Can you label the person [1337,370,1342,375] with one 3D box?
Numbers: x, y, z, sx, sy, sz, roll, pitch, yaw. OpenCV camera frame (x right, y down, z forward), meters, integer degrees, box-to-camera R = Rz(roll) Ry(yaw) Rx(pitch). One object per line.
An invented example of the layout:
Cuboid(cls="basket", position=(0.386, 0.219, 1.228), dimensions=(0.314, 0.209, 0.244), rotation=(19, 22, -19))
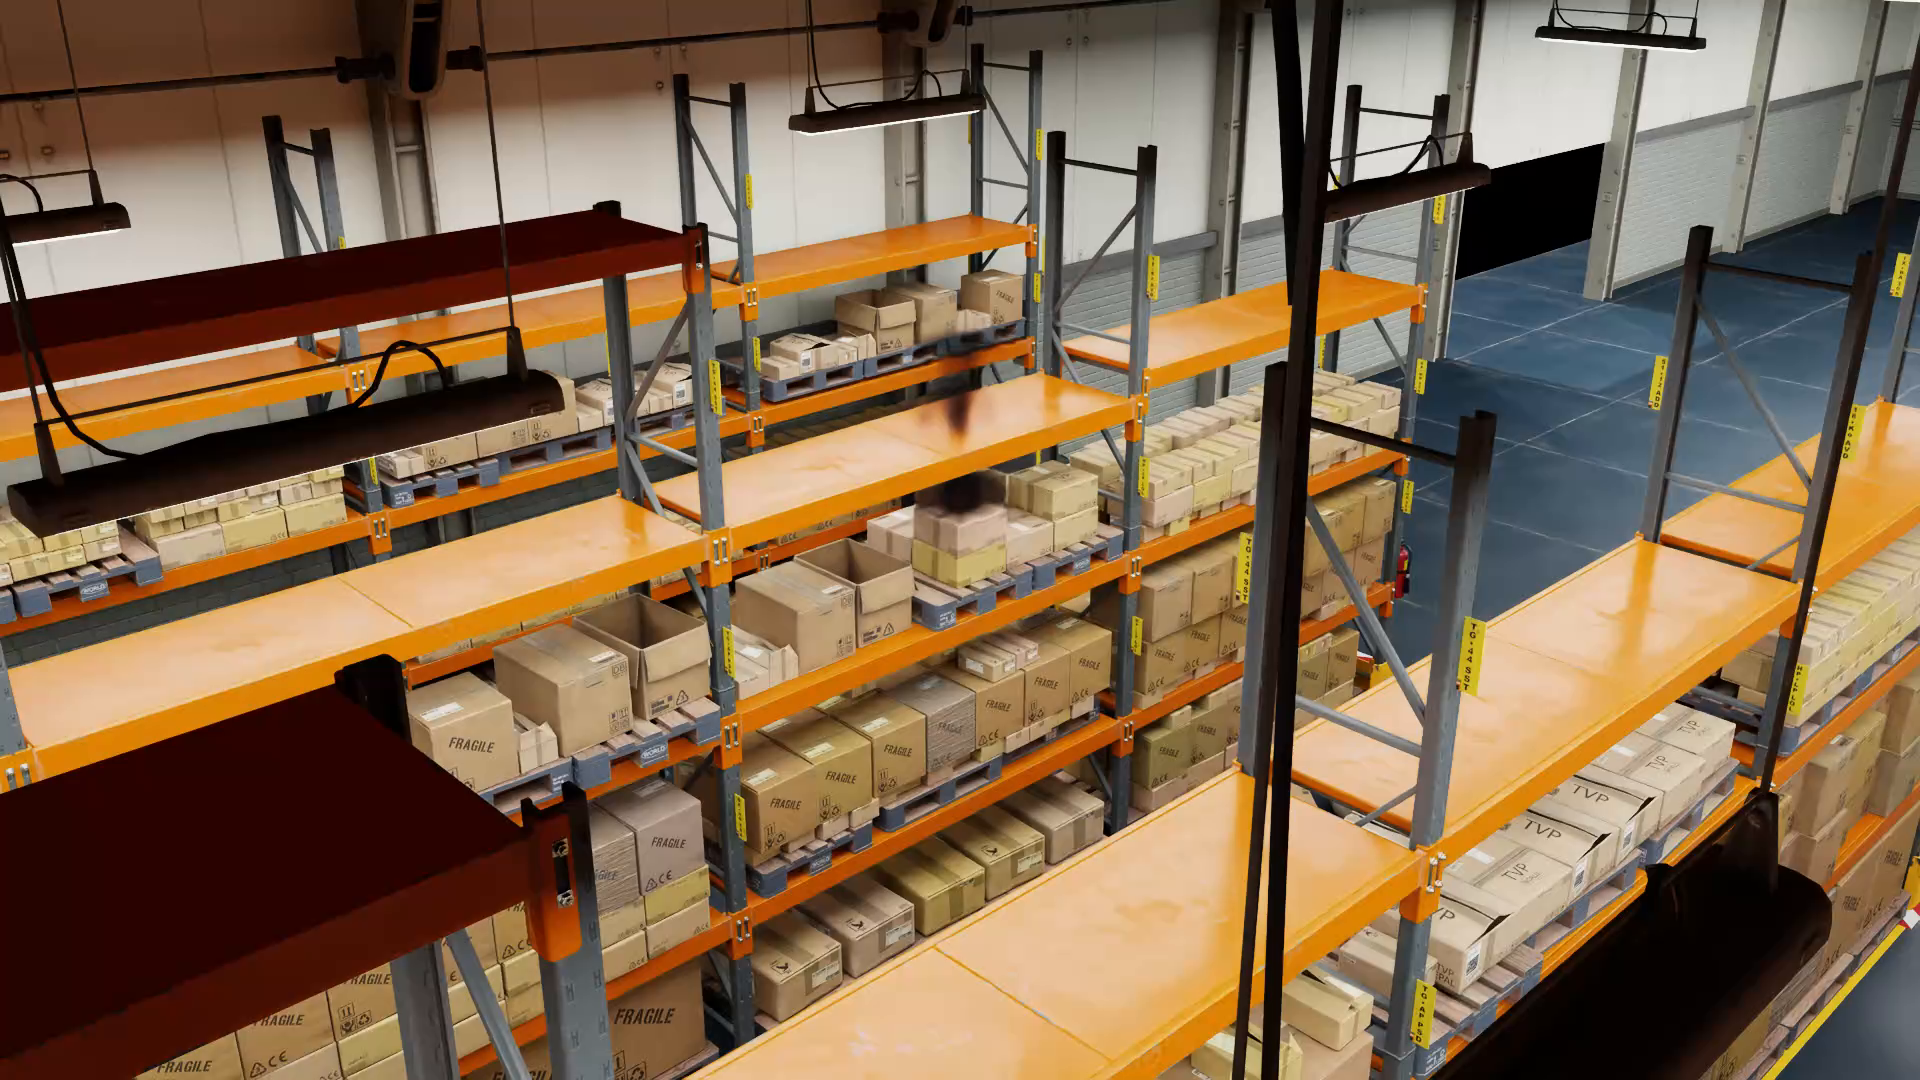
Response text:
Cuboid(cls="person", position=(4.733, -1.302, 21.851), dimensions=(0.755, 1.743, 1.071), rotation=(12, 25, 27))
